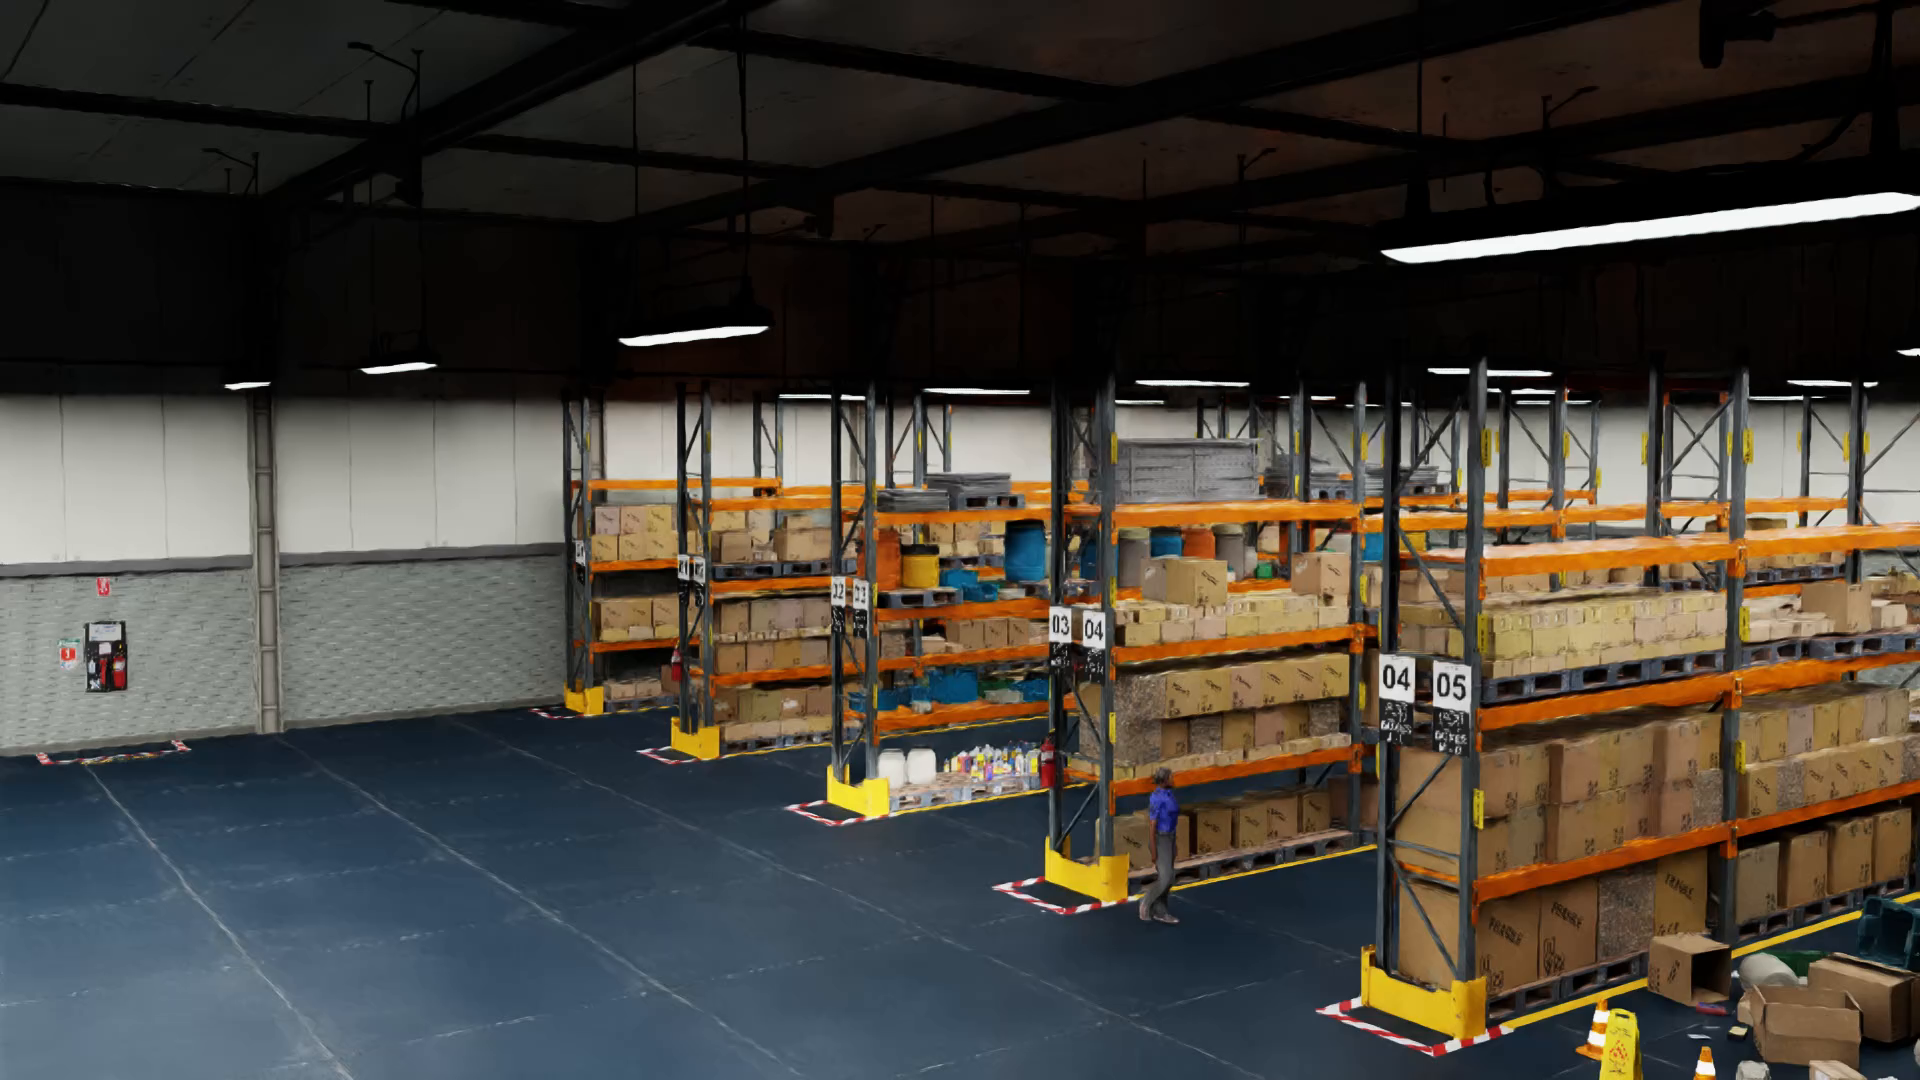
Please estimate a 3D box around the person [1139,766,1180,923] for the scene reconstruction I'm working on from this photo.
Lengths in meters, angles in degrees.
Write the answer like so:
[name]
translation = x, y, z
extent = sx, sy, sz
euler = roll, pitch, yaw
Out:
[person]
translation = 2.114, 3.212, 17.528
extent = 0.411, 1.656, 0.501
euler = 2, 4, 28
